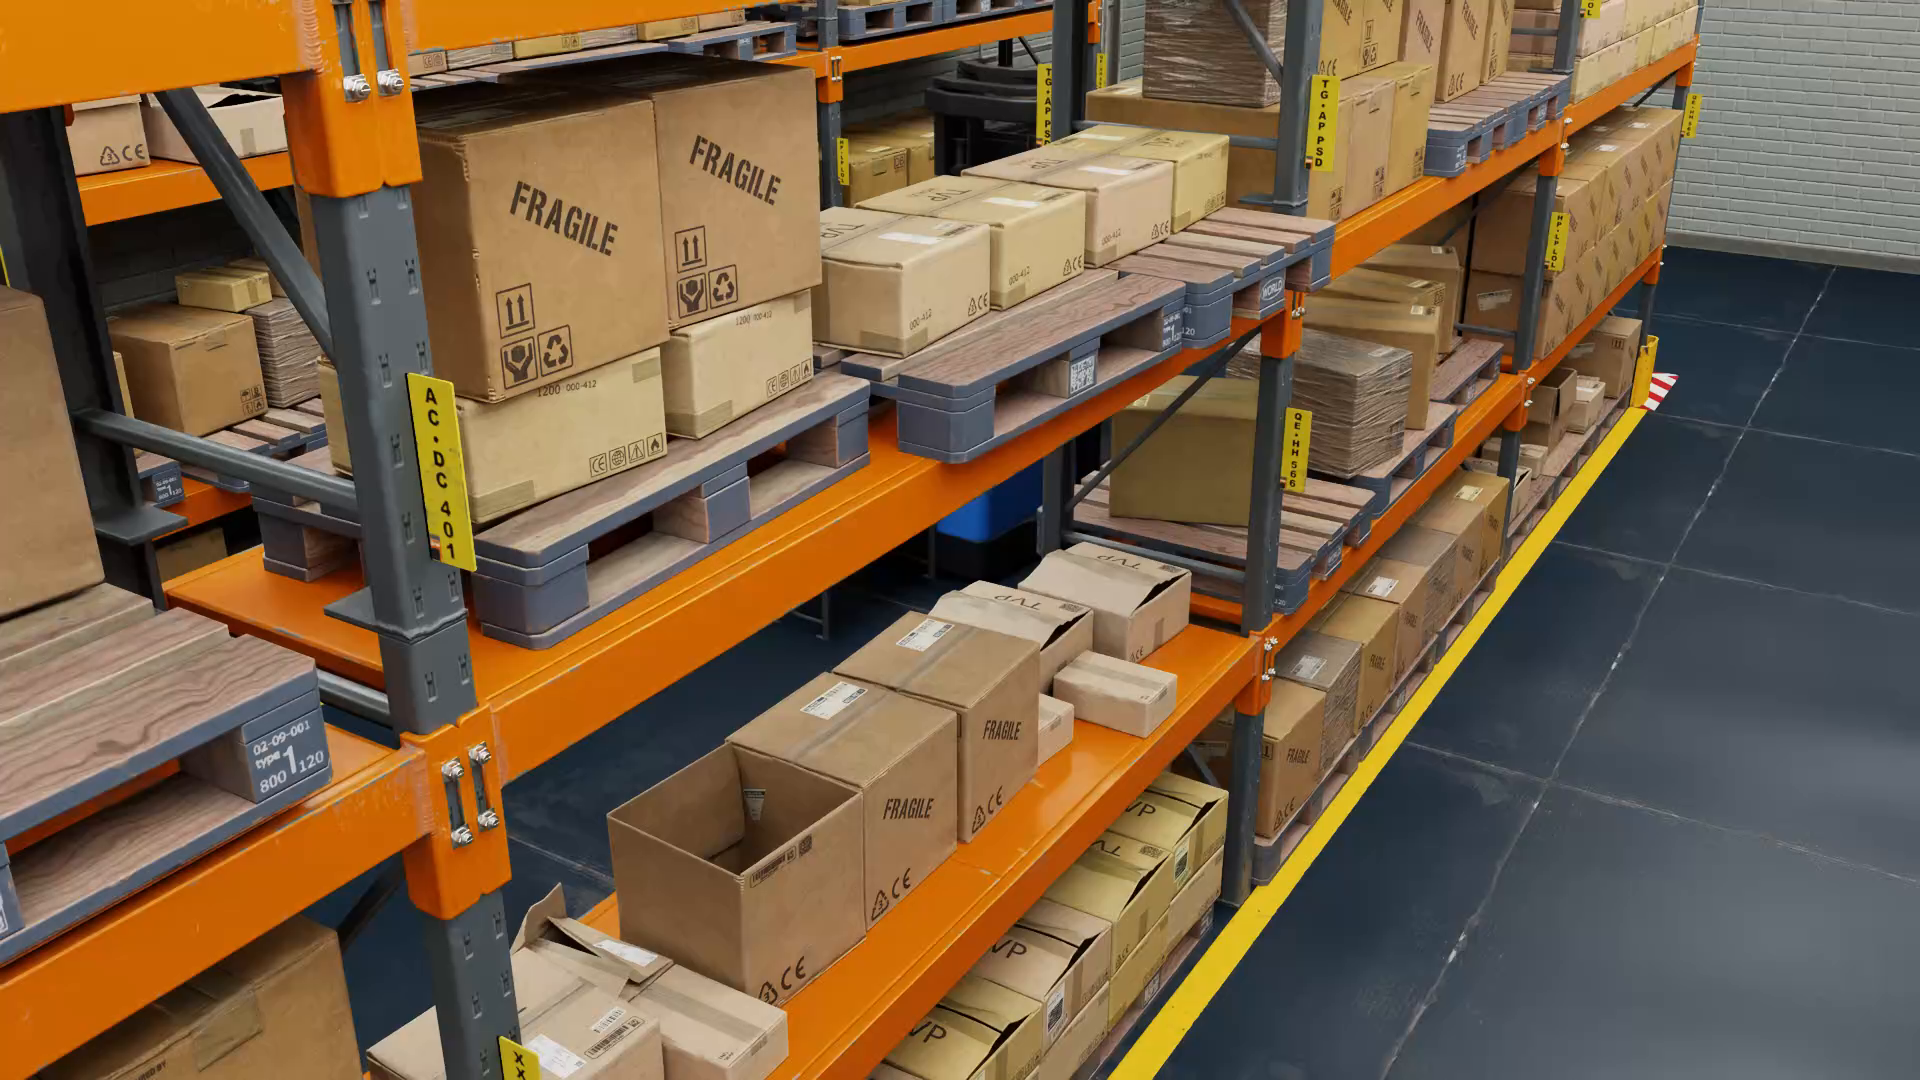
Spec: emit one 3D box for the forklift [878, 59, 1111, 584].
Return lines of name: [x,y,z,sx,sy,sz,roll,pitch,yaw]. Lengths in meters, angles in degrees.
forklift: [0.530,-1.610,10.780,1.130,2.935,3.031,16,28,32]

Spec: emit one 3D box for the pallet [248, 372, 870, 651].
pallet: [-0.857,-0.162,3.814,0.805,0.209,1.217,13,26,27]

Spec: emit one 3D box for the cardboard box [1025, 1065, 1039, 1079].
cardboard box: [-0.077,1.893,5.534,0.500,0.250,0.500,14,27,30]

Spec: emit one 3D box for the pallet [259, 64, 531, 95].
pallet: [-3.117,-2.478,9.161,1.213,0.211,1.003,15,28,31]

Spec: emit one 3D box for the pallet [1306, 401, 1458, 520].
pallet: [1.820,-0.492,8.353,1.003,0.211,1.213,14,27,29]

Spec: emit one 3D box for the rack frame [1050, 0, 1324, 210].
rack frame: [0.799,-2.676,5.605,1.000,3.000,0.127,14,27,29]

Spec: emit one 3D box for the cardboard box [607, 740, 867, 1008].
cardboard box: [-0.615,0.948,4.660,0.500,0.500,0.500,16,28,33]

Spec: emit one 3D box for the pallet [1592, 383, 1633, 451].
pallet: [4.559,-1.048,12.906,1.003,0.211,1.213,14,27,29]

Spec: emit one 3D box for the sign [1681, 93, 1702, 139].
sign: [5.479,-3.176,12.456,0.100,0.325,0.005,14,27,29]

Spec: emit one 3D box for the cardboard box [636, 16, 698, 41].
cardboard box: [-2.098,-3.459,10.509,0.700,0.500,0.500,13,27,28]

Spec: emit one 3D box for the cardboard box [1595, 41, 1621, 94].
cardboard box: [3.642,-2.861,9.996,0.500,0.250,0.500,14,27,29]

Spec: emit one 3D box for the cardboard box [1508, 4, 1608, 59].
cardboard box: [3.376,-2.922,9.508,0.500,0.250,0.500,14,27,29]

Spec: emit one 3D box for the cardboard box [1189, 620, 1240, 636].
cardboard box: [1.119,0.293,7.945,0.500,0.250,0.500,15,28,31]

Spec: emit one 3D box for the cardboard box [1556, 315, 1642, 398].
cardboard box: [4.941,-1.443,12.900,0.500,0.500,0.500,14,27,29]

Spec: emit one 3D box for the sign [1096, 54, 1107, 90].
sign: [1.262,-4.182,14.878,0.100,0.325,0.005,14,27,29]

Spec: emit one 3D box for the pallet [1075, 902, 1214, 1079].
pallet: [0.331,1.626,6.727,1.003,0.211,1.213,14,27,29]

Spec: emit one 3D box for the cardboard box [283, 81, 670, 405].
cardboard box: [-0.953,-0.617,3.341,0.500,0.500,0.500,14,27,30]

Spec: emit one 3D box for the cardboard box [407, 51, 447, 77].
cardboard box: [-3.210,-2.757,8.887,0.700,0.500,0.500,12,26,25]

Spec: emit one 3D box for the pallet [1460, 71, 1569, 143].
pallet: [2.505,-2.358,8.882,1.213,0.211,1.003,14,27,29]

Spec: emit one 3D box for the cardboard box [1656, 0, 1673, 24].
cardboard box: [4.434,-3.597,11.066,0.500,0.250,0.500,14,27,29]

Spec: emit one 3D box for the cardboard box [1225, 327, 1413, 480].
cardboard box: [1.680,-0.666,7.859,0.700,0.500,0.500,20,31,39]

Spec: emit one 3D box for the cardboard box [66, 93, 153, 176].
cardboard box: [-4.174,-1.975,7.605,0.797,0.503,0.637,18,29,36]

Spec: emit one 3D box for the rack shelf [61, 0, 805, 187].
rack shelf: [-0.256,-1.487,4.268,1.077,0.370,4.000,14,27,29]

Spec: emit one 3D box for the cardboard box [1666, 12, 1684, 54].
cardboard box: [4.698,-3.536,11.555,0.500,0.250,0.500,14,27,29]

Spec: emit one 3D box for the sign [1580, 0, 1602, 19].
sign: [3.382,-2.953,8.872,0.100,0.325,0.005,14,27,29]

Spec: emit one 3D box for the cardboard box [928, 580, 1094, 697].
cardboard box: [0.162,0.379,6.211,0.500,0.311,0.500,14,27,28]

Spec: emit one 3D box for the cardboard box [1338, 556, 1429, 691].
cardboard box: [2.093,0.405,8.631,0.500,0.500,0.500,13,27,27]

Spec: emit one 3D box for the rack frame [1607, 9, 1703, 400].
rack frame: [5.018,-2.623,13.034,1.000,3.000,0.127,14,27,29]

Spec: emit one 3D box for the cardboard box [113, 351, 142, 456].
cardboard box: [-4.290,-0.622,7.731,0.700,0.500,0.500,14,27,29]

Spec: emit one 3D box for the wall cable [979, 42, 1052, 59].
wall cable: [0.680,-4.757,16.683,0.084,1.984,1.851,14,27,29]

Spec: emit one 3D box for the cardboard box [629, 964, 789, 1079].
cardboard box: [-0.670,1.286,4.320,0.380,0.149,0.250,14,27,29]

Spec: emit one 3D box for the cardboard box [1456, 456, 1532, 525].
cardboard box: [3.314,-0.337,10.584,0.500,0.311,0.500,14,27,29]

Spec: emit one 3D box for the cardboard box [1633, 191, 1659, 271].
cardboard box: [4.743,-2.285,12.127,0.500,0.500,0.500,14,27,29]

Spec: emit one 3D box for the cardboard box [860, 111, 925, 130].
cardboard box: [-0.237,-3.120,13.804,0.980,0.700,0.700,12,26,26]

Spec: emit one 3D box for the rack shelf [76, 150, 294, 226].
rack shelf: [-4.467,-1.331,7.179,1.077,0.370,4.000,14,27,29]

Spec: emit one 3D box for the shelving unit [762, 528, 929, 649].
shelving unit: [-0.697,-0.305,9.568,0.538,1.500,1.048,16,28,32]

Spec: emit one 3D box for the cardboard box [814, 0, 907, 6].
cardboard box: [-0.713,-4.034,12.052,0.500,0.250,0.500,14,27,29]

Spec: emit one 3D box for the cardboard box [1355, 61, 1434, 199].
cardboard box: [1.543,-1.847,7.340,0.910,0.500,0.500,14,27,29]

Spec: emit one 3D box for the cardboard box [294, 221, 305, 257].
cardboard box: [-3.393,-1.703,9.439,0.500,0.250,0.500,15,27,30]

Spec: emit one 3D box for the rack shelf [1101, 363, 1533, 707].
rack shelf: [1.854,-0.268,8.499,1.077,0.370,4.000,14,27,29]

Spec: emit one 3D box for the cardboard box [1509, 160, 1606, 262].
cardboard box: [3.668,-2.052,10.330,0.500,0.500,0.500,13,27,27]

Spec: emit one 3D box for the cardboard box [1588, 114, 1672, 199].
cardboard box: [4.752,-2.749,11.941,0.500,0.500,0.500,15,27,30]

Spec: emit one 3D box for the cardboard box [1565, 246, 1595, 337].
cardboard box: [3.676,-1.607,10.561,0.500,0.500,0.500,14,27,30]

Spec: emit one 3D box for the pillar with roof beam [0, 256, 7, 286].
pillar with roof beam: [-1.175,-2.553,5.321,9.100,9.000,0.400,14,27,29]

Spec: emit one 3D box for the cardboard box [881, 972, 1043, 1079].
cardboard box: [-0.072,1.632,5.430,0.500,0.311,0.500,15,27,30]

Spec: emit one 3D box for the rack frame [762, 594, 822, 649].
rack frame: [-0.989,-0.140,9.186,0.500,1.500,0.032,16,28,32]

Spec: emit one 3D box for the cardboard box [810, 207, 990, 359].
cardboard box: [-0.251,-0.706,4.489,0.500,0.250,0.500,11,26,25]

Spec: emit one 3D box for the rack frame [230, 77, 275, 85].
rack frame: [-3.412,-3.713,8.000,1.000,3.000,0.127,14,27,29]

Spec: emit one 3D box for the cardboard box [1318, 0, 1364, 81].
cardboard box: [1.303,-2.122,6.717,0.500,0.500,0.500,14,27,29]
